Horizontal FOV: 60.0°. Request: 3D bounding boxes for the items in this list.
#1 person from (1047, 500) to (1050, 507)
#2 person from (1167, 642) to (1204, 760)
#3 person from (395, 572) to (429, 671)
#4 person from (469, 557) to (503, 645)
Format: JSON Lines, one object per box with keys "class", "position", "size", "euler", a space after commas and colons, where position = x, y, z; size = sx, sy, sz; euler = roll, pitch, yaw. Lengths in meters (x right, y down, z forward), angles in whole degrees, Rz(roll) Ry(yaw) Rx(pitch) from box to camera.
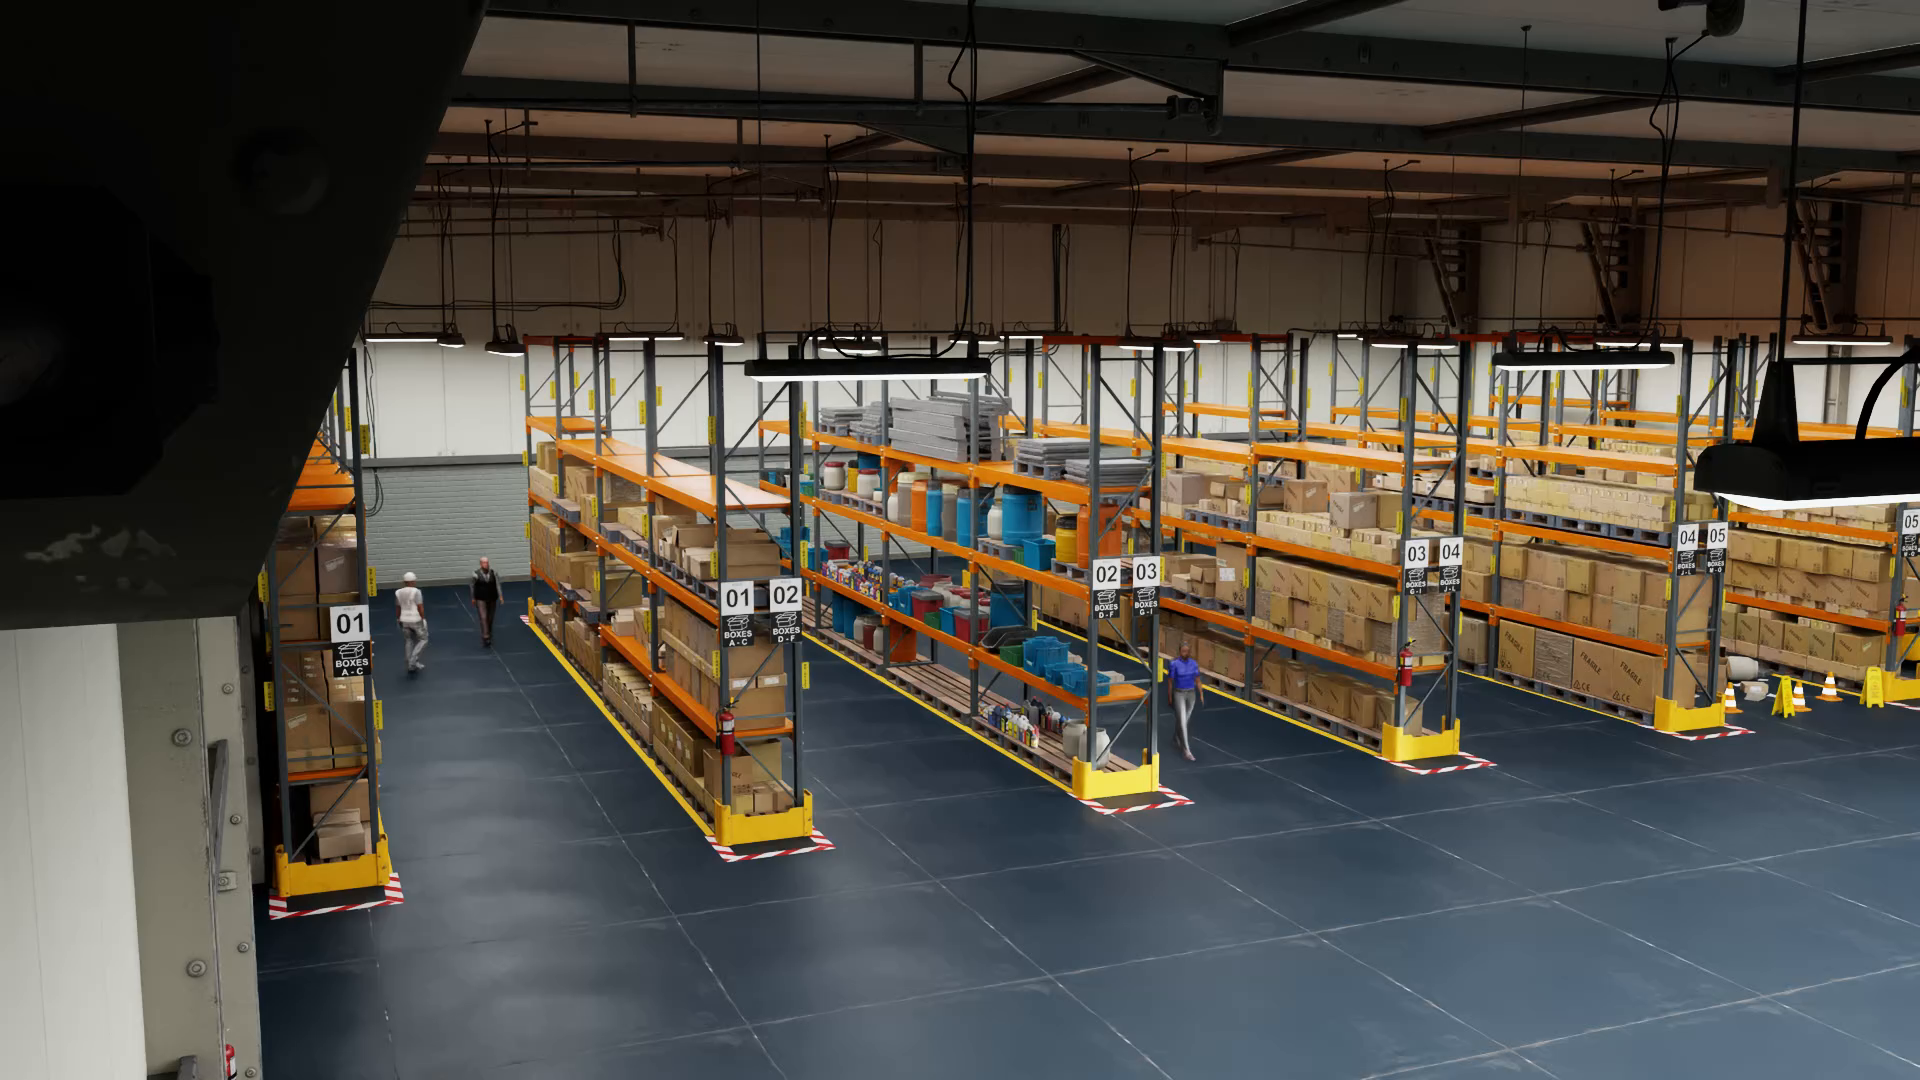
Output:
{"class": "person", "position": [2.147, -0.222, 42.928], "size": [0.613, 1.670, 0.449], "euler": [3, 8, 19]}
{"class": "person", "position": [3.287, 2.305, 24.246], "size": [0.463, 1.653, 0.808], "euler": [-3, 8, -20]}
{"class": "person", "position": [-9.901, 1.474, 29.966], "size": [0.596, 1.787, 0.501], "euler": [3, 8, 20]}
{"class": "person", "position": [-9.272, 1.210, 32.559], "size": [0.595, 1.583, 1.068], "euler": [-4, 8, -25]}
